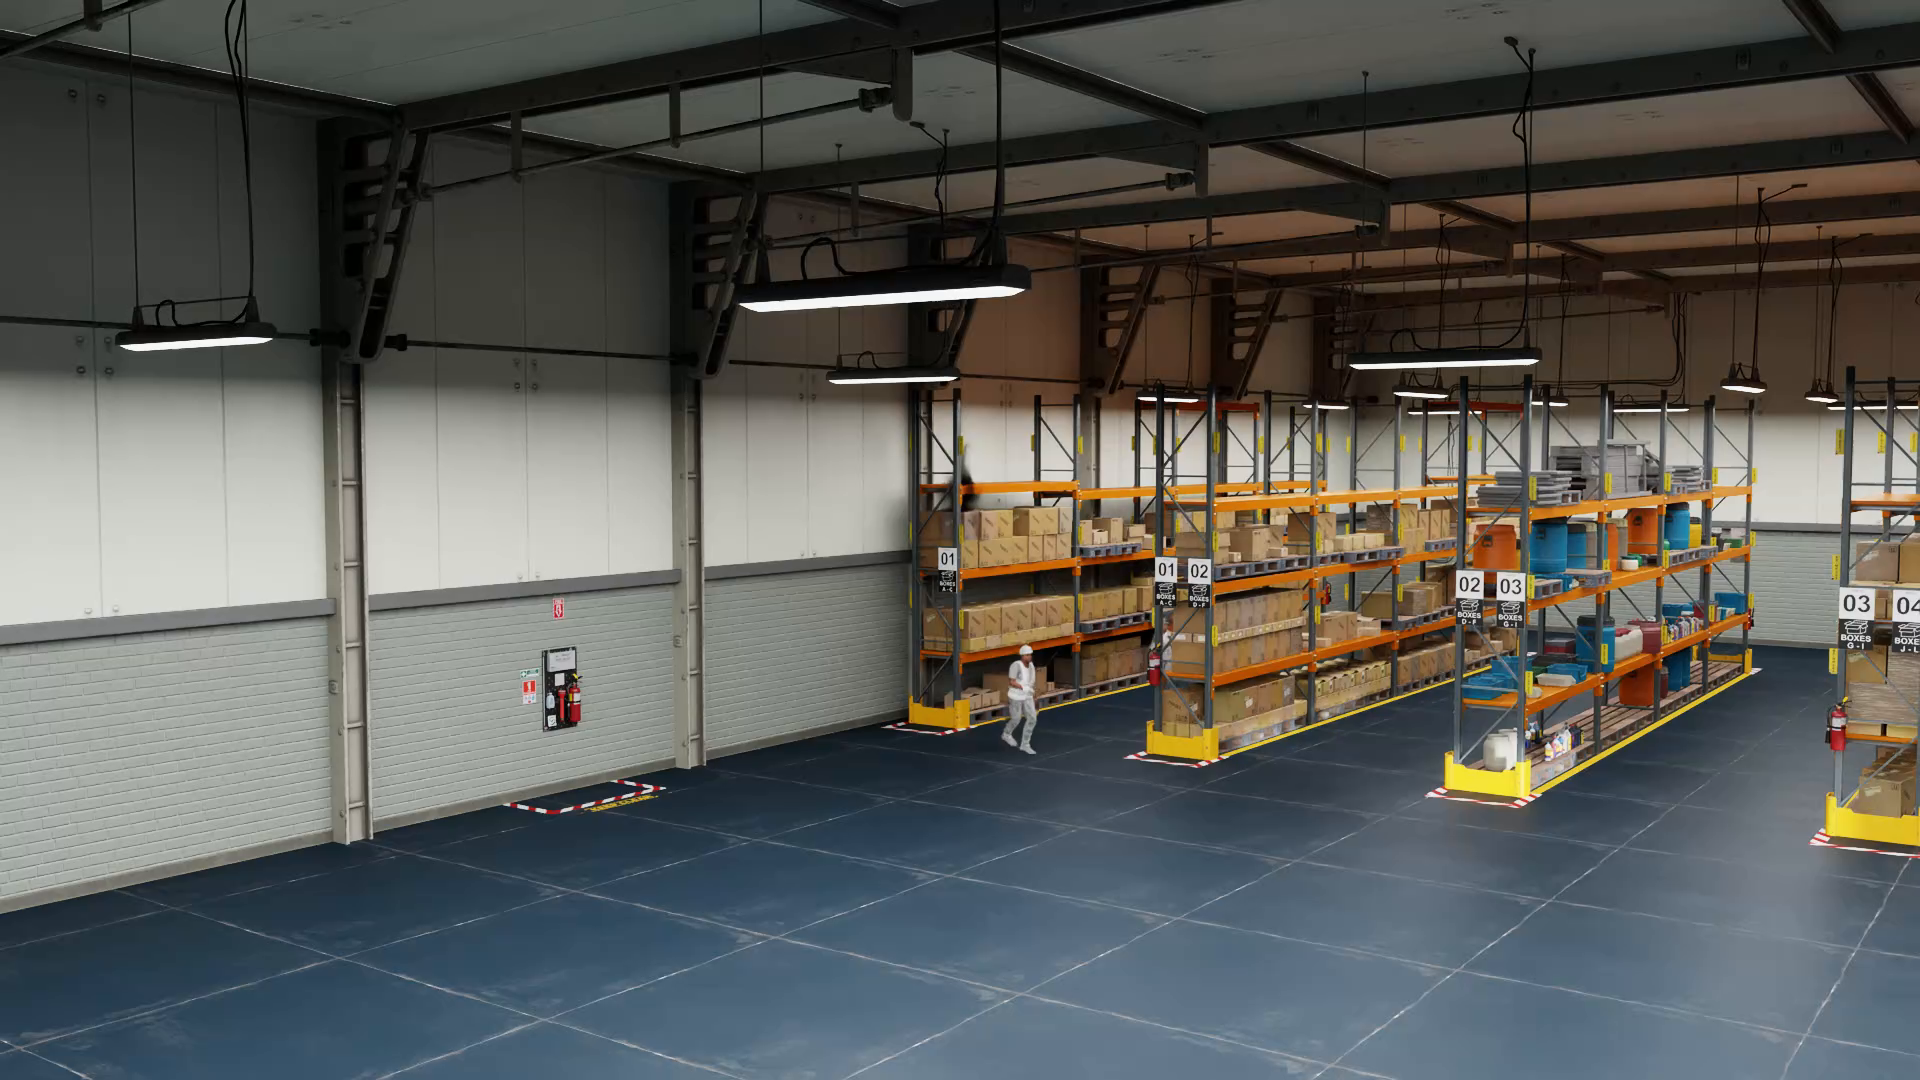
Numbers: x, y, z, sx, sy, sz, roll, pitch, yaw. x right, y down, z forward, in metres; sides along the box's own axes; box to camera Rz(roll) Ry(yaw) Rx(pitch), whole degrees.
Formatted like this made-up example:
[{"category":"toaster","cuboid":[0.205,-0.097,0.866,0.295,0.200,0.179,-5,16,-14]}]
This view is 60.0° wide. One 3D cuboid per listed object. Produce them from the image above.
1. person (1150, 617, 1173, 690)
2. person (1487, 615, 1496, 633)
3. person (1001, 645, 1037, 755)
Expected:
[{"category":"person","cuboid":[3.960,2.338,32.021,0.581,1.719,0.788,2,4,29]},{"category":"person","cuboid":[13.366,1.863,41.184,0.677,1.584,1.121,-1,3,-19]},{"category":"person","cuboid":[0.919,2.577,27.095,0.645,1.767,0.849,-3,4,-41]}]
